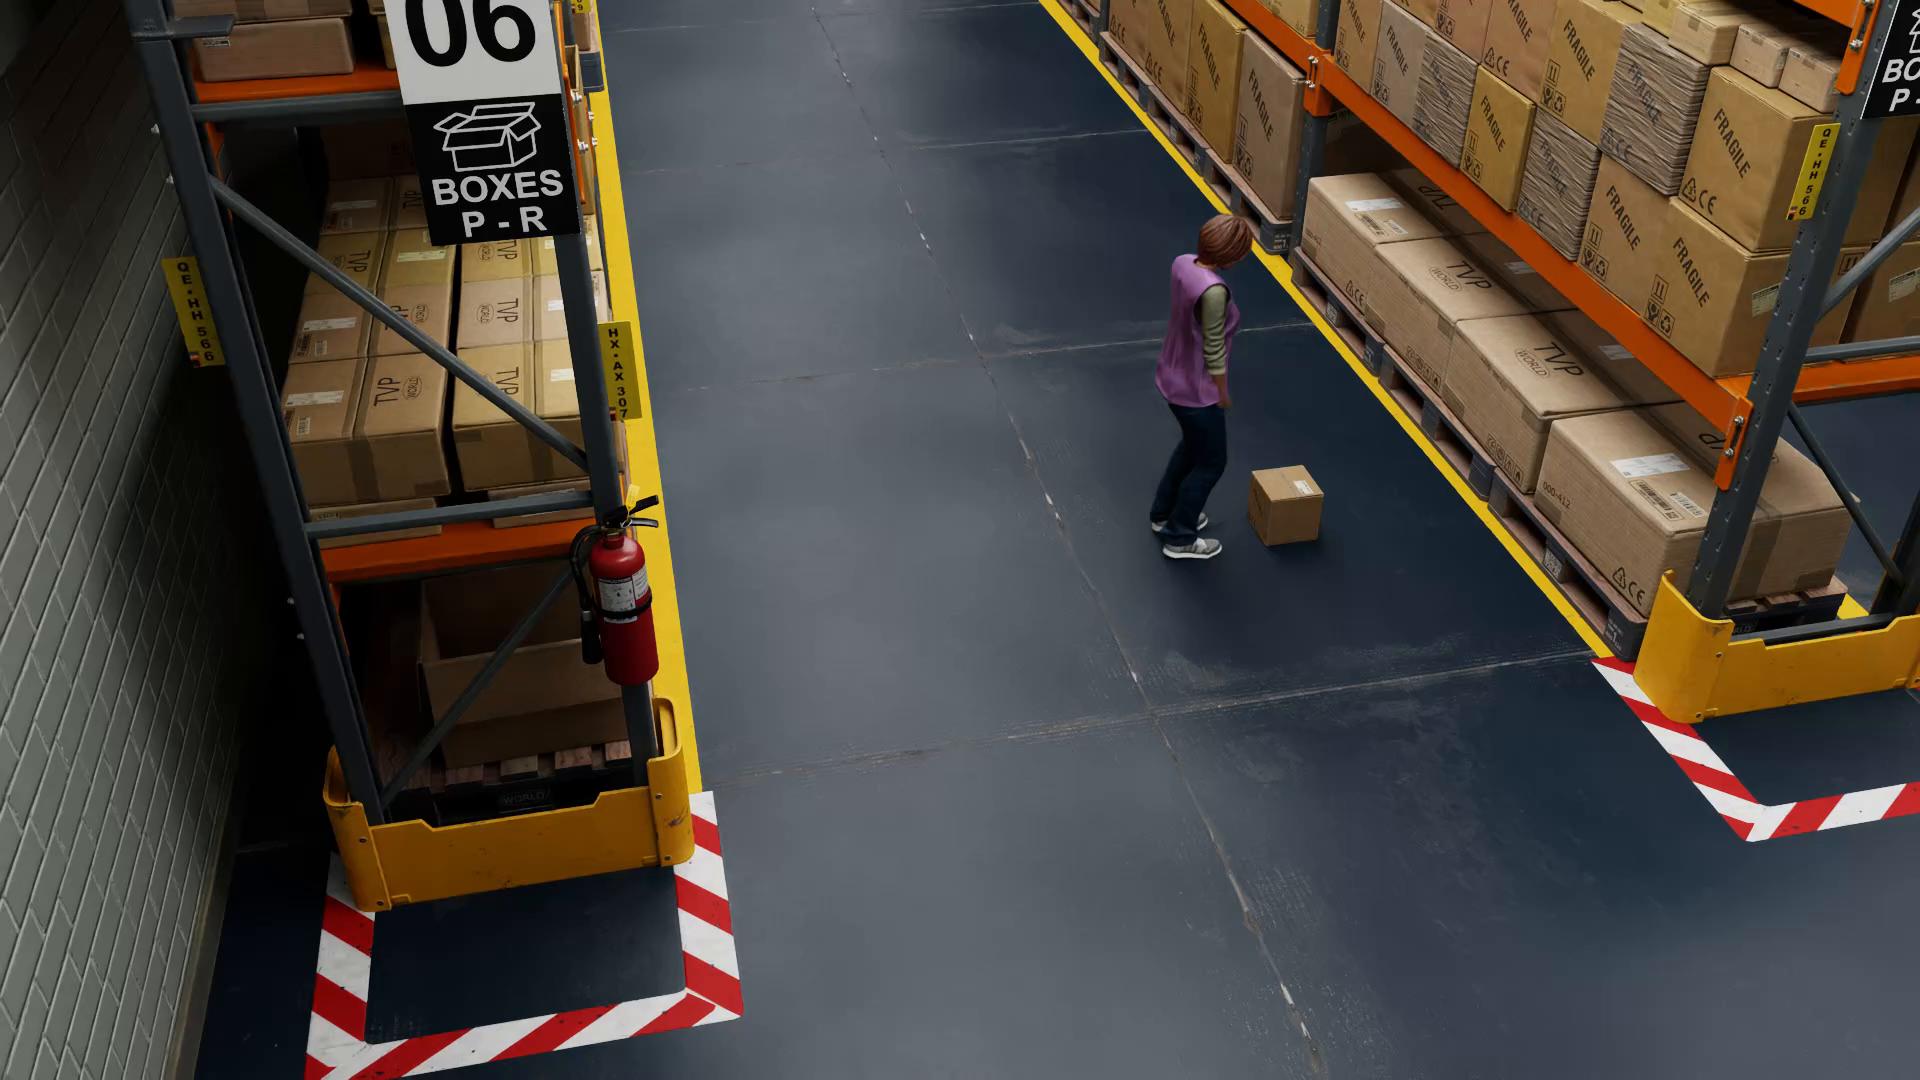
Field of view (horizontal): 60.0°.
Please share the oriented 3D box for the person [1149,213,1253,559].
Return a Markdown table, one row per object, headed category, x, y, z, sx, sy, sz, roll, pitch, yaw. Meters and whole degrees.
| category | x | y | z | sx | sy | sz | roll | pitch | yaw |
| --- | --- | --- | --- | --- | --- | --- | --- | --- | --- |
| person | 1.012 | -0.649 | 7.129 | 0.353 | 1.556 | 0.420 | -7 | 35 | -9 |
